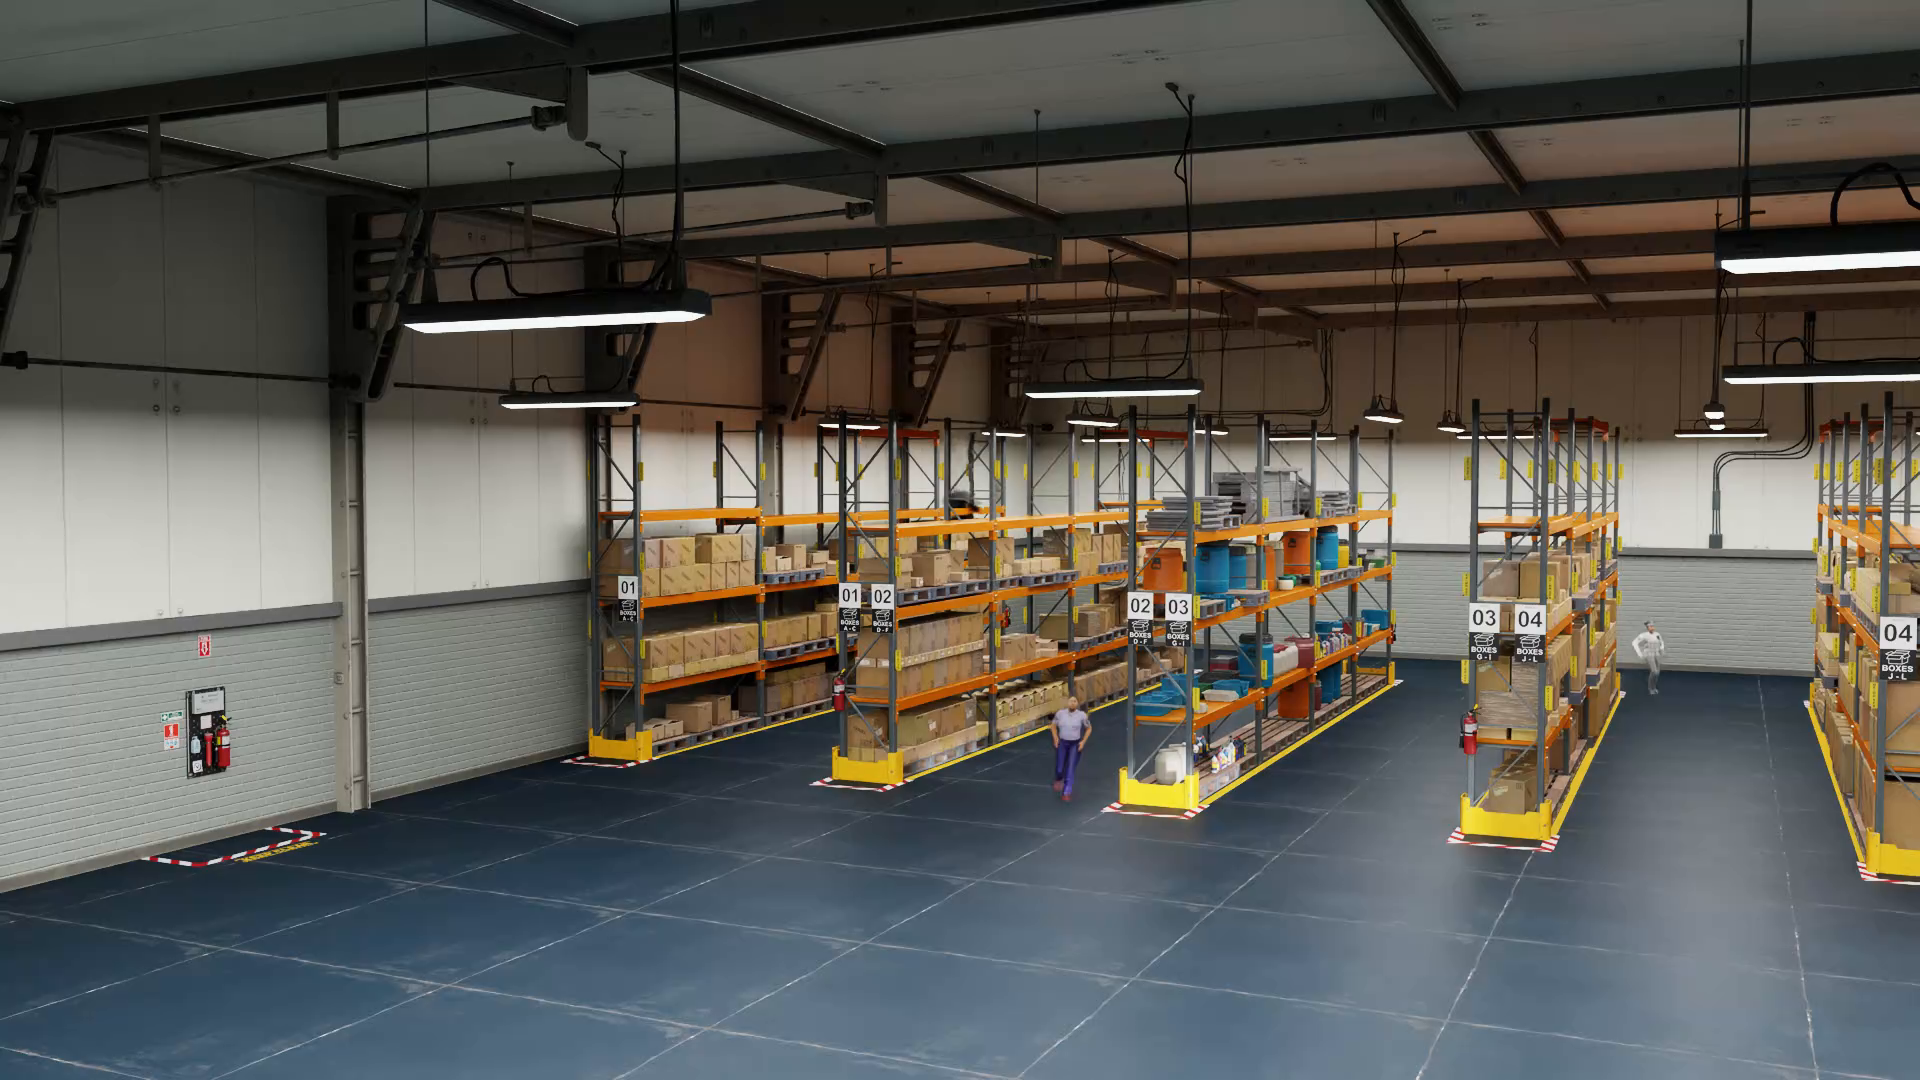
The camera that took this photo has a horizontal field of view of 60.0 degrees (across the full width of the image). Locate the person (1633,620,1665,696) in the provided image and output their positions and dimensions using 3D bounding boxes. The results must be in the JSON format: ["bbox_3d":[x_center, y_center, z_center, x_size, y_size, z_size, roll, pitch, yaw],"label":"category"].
[{"bbox_3d":[15.486,2.647,37.248,0.668,1.723,0.598,0,2,-10],"label":"person"}]

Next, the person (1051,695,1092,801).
[{"bbox_3d":[1.707,3.180,25.477,0.633,1.646,0.568,0,2,8],"label":"person"}]
